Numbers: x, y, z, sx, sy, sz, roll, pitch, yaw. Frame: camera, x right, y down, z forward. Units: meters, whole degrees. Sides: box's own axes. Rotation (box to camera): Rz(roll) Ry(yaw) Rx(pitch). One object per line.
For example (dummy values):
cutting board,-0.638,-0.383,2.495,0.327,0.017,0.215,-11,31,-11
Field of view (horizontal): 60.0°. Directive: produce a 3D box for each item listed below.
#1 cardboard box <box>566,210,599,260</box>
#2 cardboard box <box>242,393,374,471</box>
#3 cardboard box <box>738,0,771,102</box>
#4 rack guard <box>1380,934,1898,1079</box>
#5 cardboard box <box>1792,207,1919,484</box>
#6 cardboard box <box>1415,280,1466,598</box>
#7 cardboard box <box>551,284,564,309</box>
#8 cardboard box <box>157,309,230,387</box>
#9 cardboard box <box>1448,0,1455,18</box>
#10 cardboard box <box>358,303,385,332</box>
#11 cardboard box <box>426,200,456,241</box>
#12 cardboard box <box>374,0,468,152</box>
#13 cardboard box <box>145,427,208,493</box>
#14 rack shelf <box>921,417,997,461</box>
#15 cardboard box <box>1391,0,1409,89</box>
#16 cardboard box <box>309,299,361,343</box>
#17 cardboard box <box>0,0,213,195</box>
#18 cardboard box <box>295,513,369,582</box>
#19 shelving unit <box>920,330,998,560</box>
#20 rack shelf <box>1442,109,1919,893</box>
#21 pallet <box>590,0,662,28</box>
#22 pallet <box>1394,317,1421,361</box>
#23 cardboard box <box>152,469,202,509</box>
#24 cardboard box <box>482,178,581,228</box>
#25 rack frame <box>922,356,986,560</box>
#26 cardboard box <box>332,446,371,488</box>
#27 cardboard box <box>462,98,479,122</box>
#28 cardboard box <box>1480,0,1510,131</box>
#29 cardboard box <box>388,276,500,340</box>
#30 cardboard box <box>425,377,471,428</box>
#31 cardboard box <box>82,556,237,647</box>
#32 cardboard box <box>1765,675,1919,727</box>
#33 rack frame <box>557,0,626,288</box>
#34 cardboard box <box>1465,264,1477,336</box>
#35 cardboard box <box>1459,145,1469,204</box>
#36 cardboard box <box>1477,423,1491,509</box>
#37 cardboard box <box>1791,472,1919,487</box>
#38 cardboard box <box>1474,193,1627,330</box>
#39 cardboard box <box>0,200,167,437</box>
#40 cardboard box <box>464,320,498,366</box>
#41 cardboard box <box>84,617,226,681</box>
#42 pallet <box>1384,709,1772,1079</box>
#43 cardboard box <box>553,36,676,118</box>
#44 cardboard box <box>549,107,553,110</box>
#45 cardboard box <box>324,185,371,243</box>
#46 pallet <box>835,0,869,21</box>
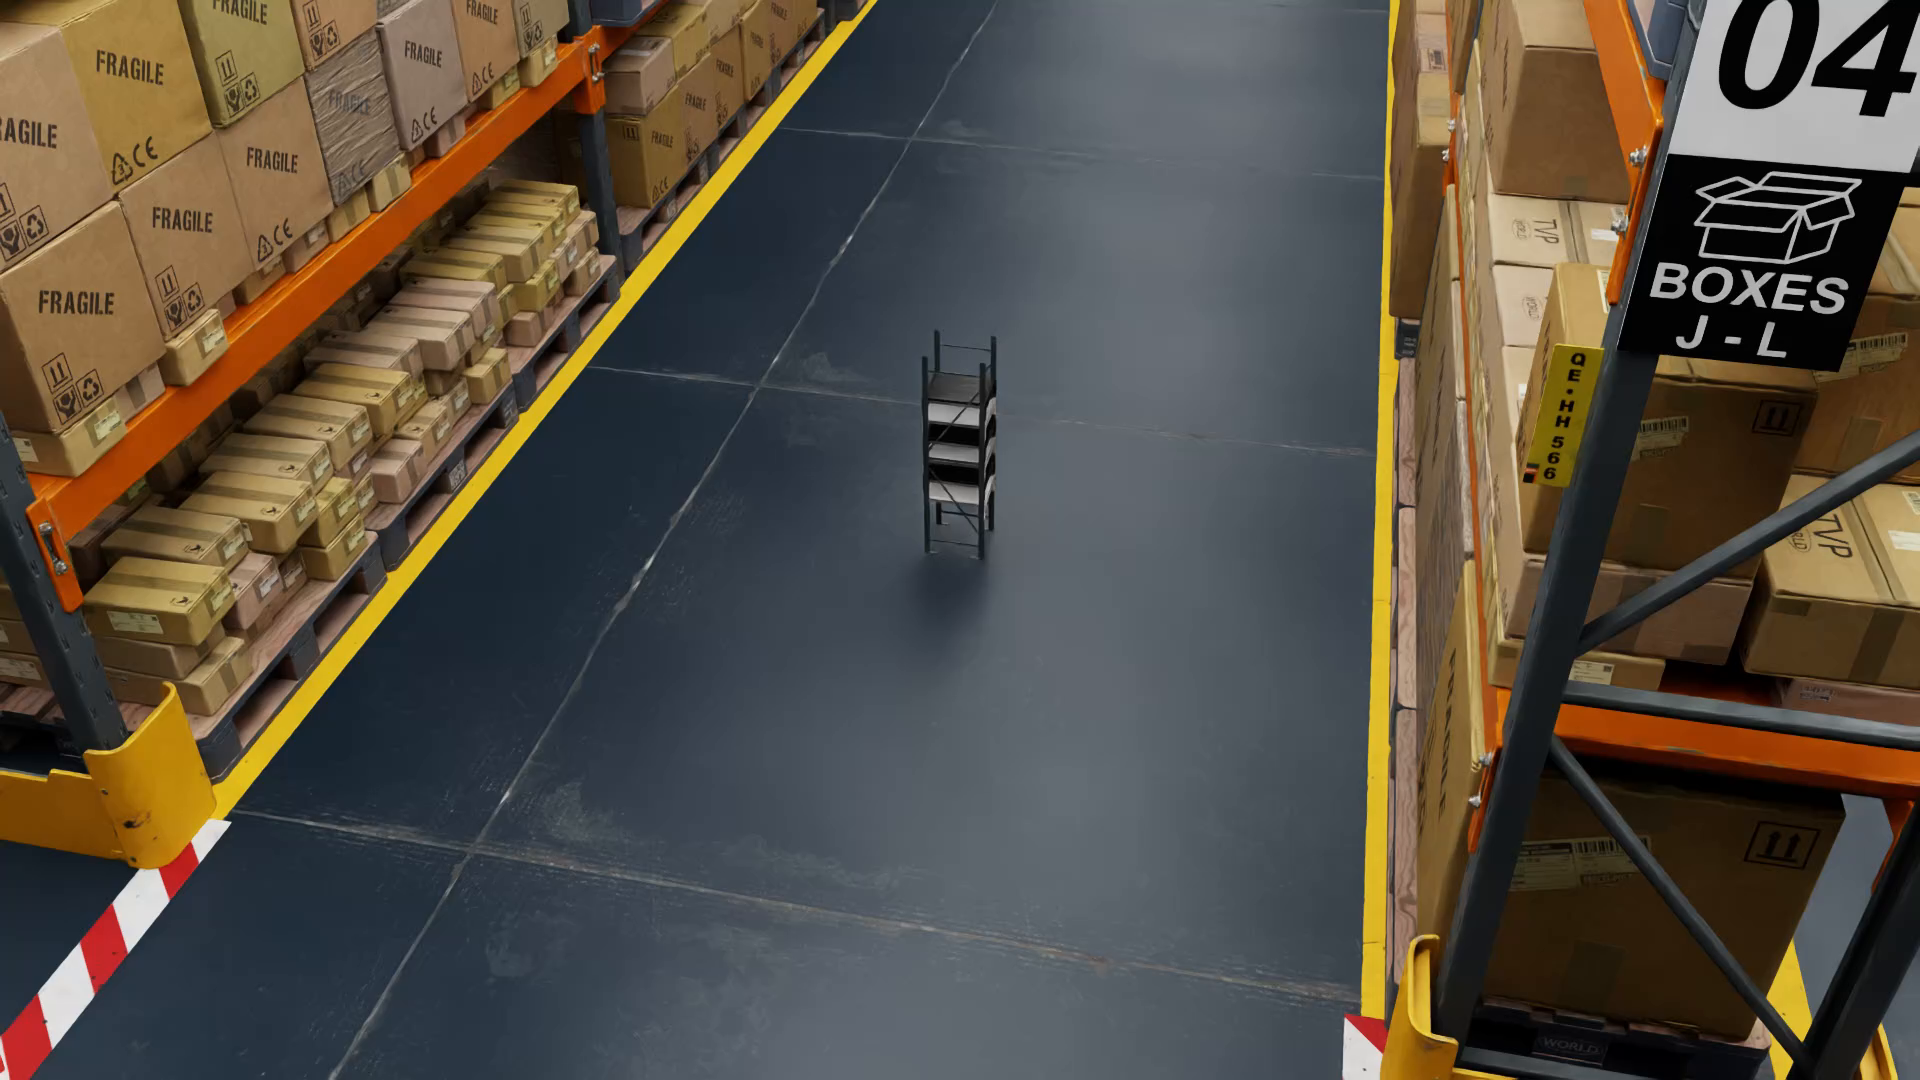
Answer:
cardboard box,-1.984,-1.494,8.073,0.380,0.149,0.250,8,37,11
cardboard box,-2.477,-0.411,6.326,0.380,0.149,0.250,9,37,12
cardboard box,-1.470,-3.017,10.129,0.500,0.500,0.500,6,36,8
rack guard,1.737,1.421,4.364,1.175,0.500,0.348,7,37,10
cardboard box,2.215,-0.497,4.114,0.500,0.500,0.500,6,36,9
cardboard box,2.185,-0.324,6.094,0.875,0.875,0.875,7,37,10
cardboard box,-2.116,-1.188,7.904,0.380,0.149,0.250,8,37,11
cardboard box,-2.569,-0.626,5.272,0.380,0.149,0.250,6,36,9
cardboard box,2.647,-2.825,8.006,0.500,0.500,0.500,7,37,9
cardboard box,-2.743,-0.937,7.305,0.380,0.149,0.250,9,37,12
cardboard box,-2.620,-1.513,7.846,0.380,0.149,0.250,9,37,12
cardboard box,-2.275,-1.844,6.399,0.500,0.500,0.500,7,37,10
cardboard box,-3.058,-0.319,6.198,0.380,0.149,0.250,6,36,8
rack shelf,-0.002,-0.406,6.446,0.258,0.077,0.200,7,37,10
cardboard box,3.283,-3.108,9.935,1.225,0.875,0.875,6,36,8
cardboard box,-2.771,-0.907,7.010,0.380,0.149,0.250,6,36,8
cardboard box,-2.625,-1.365,4.886,0.500,0.500,0.500,8,37,11
cardboard box,-2.473,0.003,6.262,0.380,0.149,0.250,8,37,11
shelving unit,-0.002,-0.360,6.480,0.258,0.900,0.210,7,37,10
rack shelf,2.169,-0.461,5.442,1.077,0.370,4.000,7,37,10
pallet,-1.922,-2.920,8.387,1.003,0.211,1.213,7,37,10
pallet,2.687,-1.221,8.255,1.003,0.211,1.213,7,37,10
cardboard box,-2.981,-0.199,6.286,0.380,0.149,0.250,7,37,9
cardboard box,-2.049,-1.598,7.963,0.380,0.149,0.250,8,37,11
rack frame,-0.023,-0.301,6.399,0.240,0.900,0.006,7,37,10
cardboard box,-2.515,-0.288,6.409,0.380,0.149,0.250,6,36,8
cardboard box,-2.246,-1.837,6.943,0.380,0.149,0.250,6,36,9
cardboard box,2.131,-1.738,5.827,0.500,0.500,0.500,7,37,10
cardboard box,-2.211,-0.997,7.134,0.380,0.149,0.250,6,36,8
cardboard box,-2.321,-0.592,7.082,0.380,0.149,0.250,8,37,11
cardboard box,-2.638,0.201,5.482,0.380,0.149,0.250,6,36,8
cardboard box,2.140,0.334,3.947,0.380,0.149,0.250,8,37,10
rack frame,-2.228,-2.578,7.751,1.000,3.000,0.127,7,37,10
cardboard box,1.877,-0.775,5.477,0.380,0.149,0.250,6,36,9
cardboard box,2.096,-1.367,6.294,0.380,0.149,0.250,8,37,11
cardboard box,1.659,-0.186,4.664,0.380,0.149,0.250,8,37,11
cardboard box,2.213,-0.205,4.351,0.500,0.250,0.500,7,37,9
cardboard box,1.911,-0.858,5.252,0.500,0.250,0.500,7,37,10
cardboard box,-2.716,-0.669,4.778,0.500,0.500,0.500,9,37,12
cardboard box,-2.255,-0.901,7.255,0.380,0.149,0.250,8,37,11
cardboard box,-2.719,0.311,5.583,0.380,0.149,0.250,9,37,12
pallet,1.836,1.056,5.114,1.003,0.211,1.213,7,37,10
cardboard box,-1.812,-2.430,8.680,0.500,0.250,0.500,6,36,8
cardboard box,-2.316,-2.498,8.774,0.500,0.250,0.500,6,36,9
cardboard box,-2.409,-1.229,6.103,0.380,0.149,0.250,9,37,12
pallet,-1.131,-4.185,12.344,1.003,0.211,1.213,7,37,10
